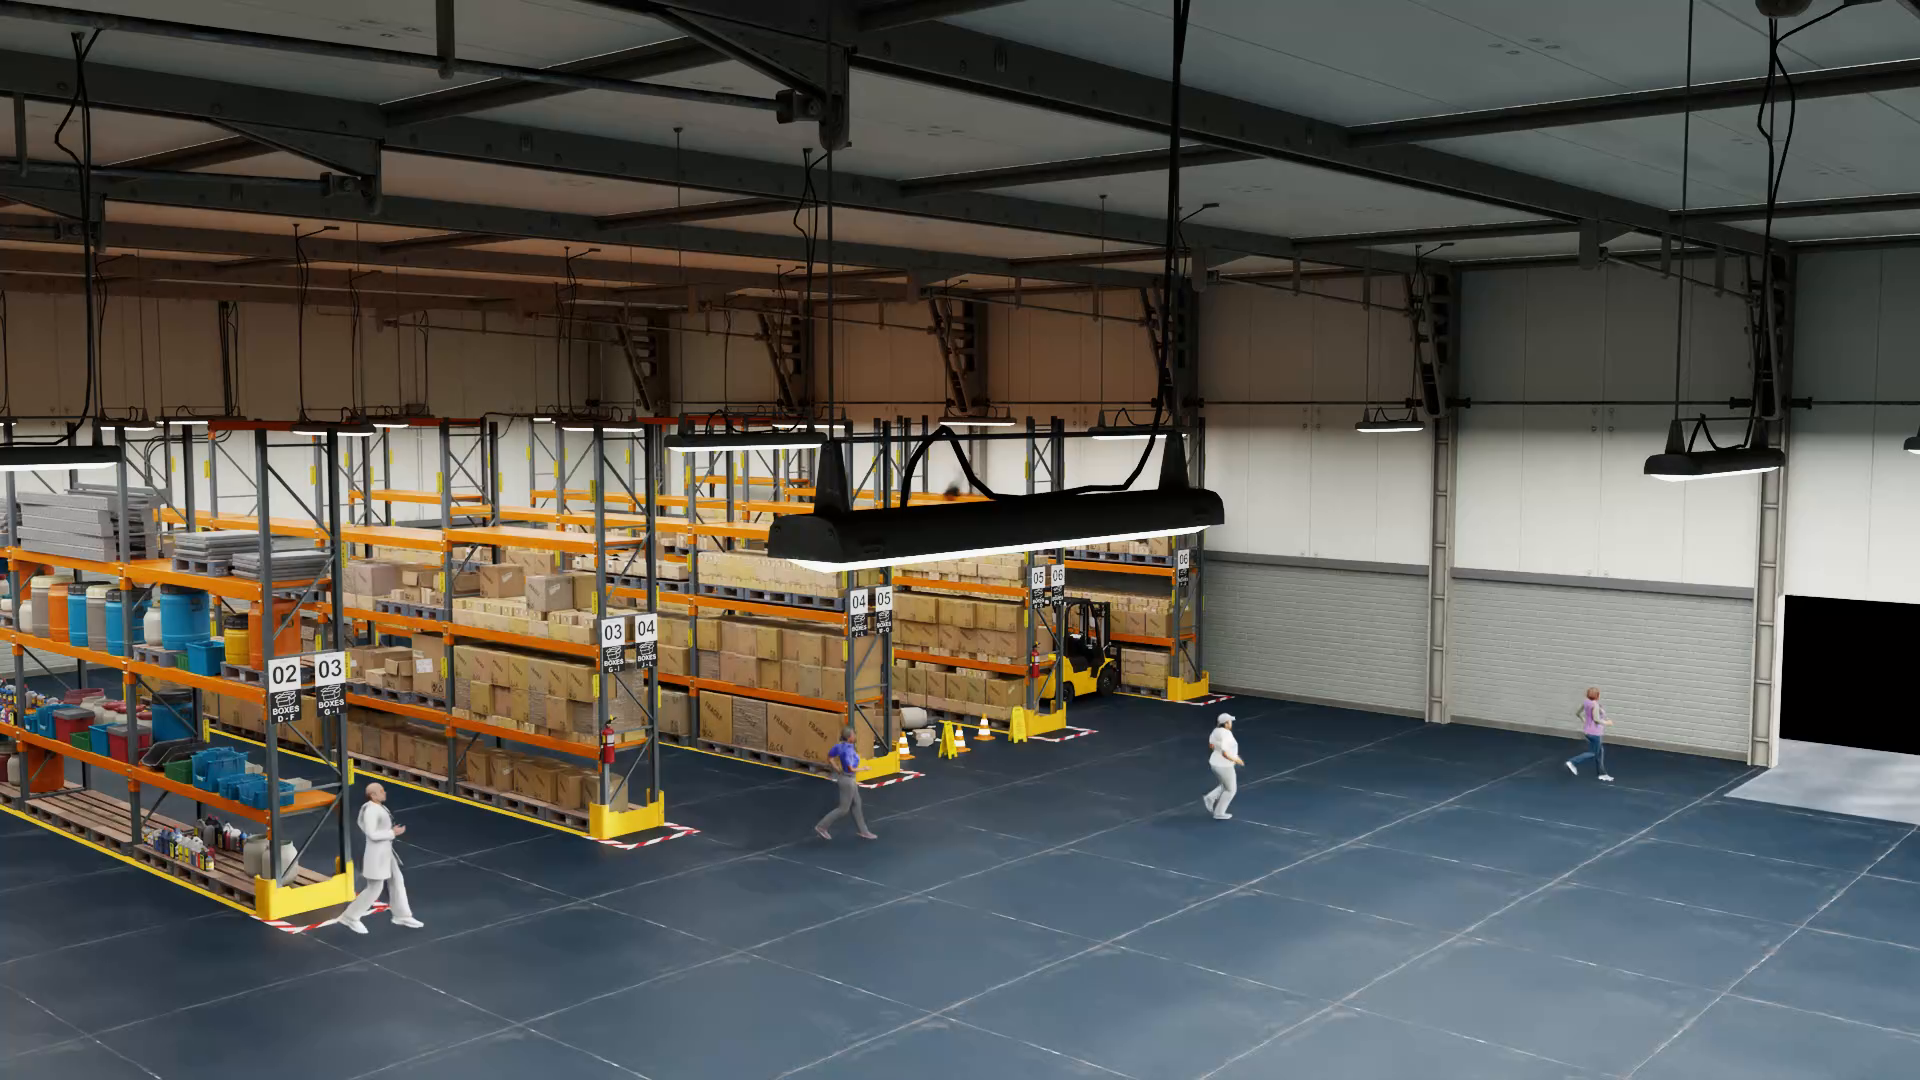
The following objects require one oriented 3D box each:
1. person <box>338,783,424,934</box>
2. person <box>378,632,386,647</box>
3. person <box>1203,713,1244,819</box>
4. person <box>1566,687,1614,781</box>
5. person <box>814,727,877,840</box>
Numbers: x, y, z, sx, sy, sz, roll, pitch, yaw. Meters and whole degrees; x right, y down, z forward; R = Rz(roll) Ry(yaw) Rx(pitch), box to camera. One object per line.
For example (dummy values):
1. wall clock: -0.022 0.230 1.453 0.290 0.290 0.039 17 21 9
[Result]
1. person: -6.889 3.782 19.763 0.916 1.809 0.713 -1 5 -11
2. person: -13.948 2.148 39.788 0.690 1.811 0.891 4 6 41
3. person: 4.001 3.426 25.217 0.543 1.621 0.585 -1 5 -11
4. person: 10.508 3.238 27.695 0.839 1.588 0.538 0 5 -2
5. person: -1.636 3.517 23.827 0.936 1.654 0.584 -1 5 -15
